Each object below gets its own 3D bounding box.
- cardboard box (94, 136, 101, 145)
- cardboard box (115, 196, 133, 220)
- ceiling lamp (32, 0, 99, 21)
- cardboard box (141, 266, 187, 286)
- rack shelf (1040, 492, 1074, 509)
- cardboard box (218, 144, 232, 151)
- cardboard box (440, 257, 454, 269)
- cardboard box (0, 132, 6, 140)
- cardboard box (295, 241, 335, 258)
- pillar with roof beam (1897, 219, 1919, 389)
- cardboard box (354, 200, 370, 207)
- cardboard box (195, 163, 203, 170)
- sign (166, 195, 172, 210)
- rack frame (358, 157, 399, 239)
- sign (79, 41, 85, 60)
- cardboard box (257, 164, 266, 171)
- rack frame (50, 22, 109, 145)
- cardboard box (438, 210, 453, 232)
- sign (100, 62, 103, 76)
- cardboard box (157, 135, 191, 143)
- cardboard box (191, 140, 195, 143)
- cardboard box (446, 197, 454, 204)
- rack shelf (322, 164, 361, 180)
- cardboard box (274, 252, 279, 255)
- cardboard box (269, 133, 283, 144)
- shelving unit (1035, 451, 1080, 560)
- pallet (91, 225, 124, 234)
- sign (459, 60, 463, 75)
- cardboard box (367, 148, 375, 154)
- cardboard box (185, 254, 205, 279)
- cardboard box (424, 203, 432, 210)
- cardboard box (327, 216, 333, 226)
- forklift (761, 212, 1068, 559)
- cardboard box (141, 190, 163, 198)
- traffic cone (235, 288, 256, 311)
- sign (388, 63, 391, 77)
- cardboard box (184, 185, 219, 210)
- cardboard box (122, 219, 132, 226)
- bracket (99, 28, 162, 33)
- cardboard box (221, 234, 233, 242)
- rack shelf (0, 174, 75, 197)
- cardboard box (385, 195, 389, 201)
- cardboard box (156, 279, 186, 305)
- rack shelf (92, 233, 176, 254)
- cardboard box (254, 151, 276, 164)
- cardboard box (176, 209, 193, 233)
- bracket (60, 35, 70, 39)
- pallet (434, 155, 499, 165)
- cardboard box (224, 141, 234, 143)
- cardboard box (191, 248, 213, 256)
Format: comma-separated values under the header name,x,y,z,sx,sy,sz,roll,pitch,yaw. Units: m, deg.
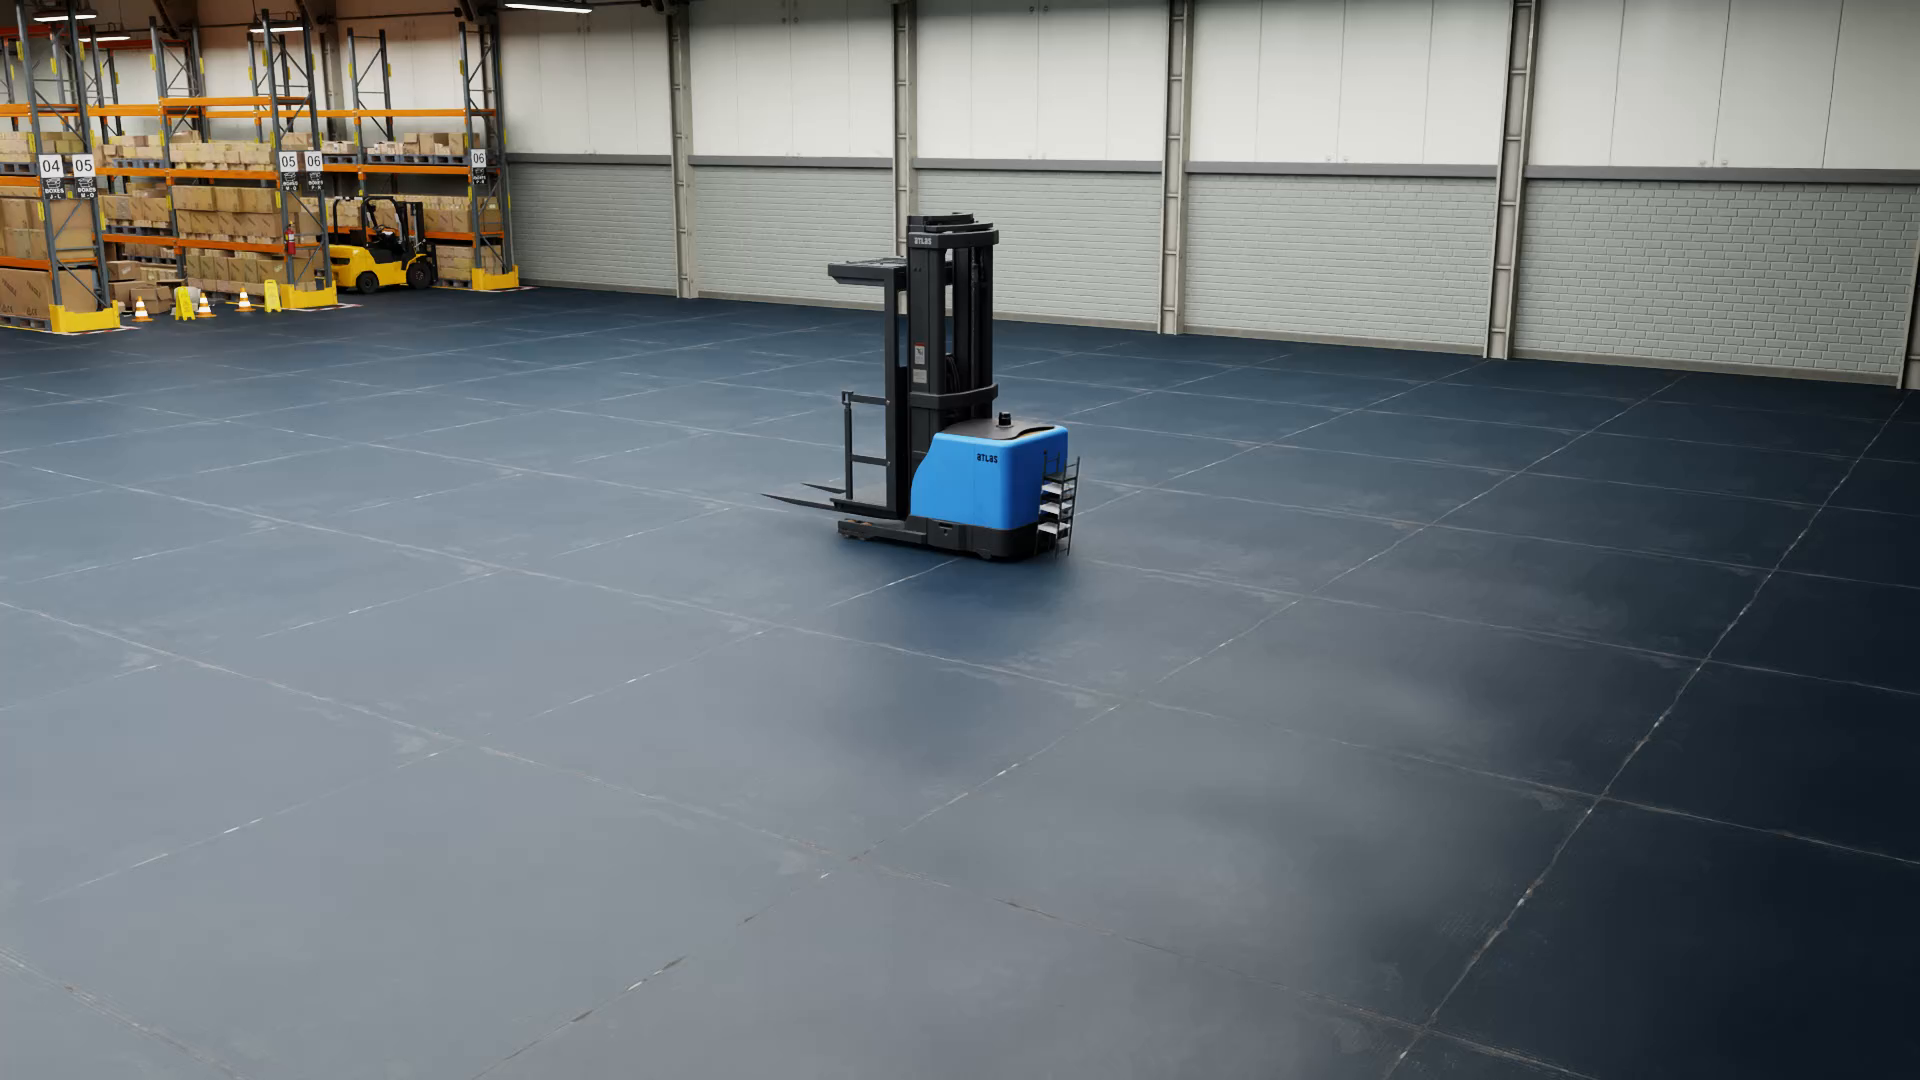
name,x,y,z,sx,sy,sz,roll,pitch,yaw
cardboard box,-24.027,-11.215,46.722,0.500,0.250,0.500,9,16,32
cardboard box,-18.848,-7.574,37.904,0.500,0.500,0.500,8,16,31
ceiling lamp,-18.172,-12.247,33.847,2.000,3.185,0.800,9,17,33
cardboard box,-18.100,-6.048,38.036,0.625,0.372,0.950,10,17,36
rack shelf,0.853,-0.354,14.535,0.200,0.077,0.258,16,21,32
cardboard box,-15.482,-8.325,35.258,0.250,0.149,0.380,10,17,34
cardboard box,-11.967,-6.592,39.447,0.500,0.250,0.500,9,17,32
cardboard box,-17.528,-7.471,30.728,0.250,0.149,0.380,10,17,34
cardboard box,-16.560,-7.360,42.807,0.625,0.625,0.875,10,17,35
pillar with roof beam,11.438,-5.712,19.597,0.400,9.000,9.100,9,17,33
cardboard box,-14.705,-8.310,41.018,0.250,0.149,0.380,10,17,35
cardboard box,-16.304,-8.099,36.005,0.250,0.149,0.380,10,17,34
sign,-17.371,-7.405,36.514,0.005,0.325,0.100,9,17,33
rack frame,-14.297,-7.945,41.102,0.127,3.000,1.000,9,17,33
sign,-16.109,-8.970,30.484,0.005,0.325,0.100,9,17,33
cardboard box,-14.422,-7.771,34.681,0.250,0.149,0.380,9,17,33
rack frame,-20.384,-10.403,38.548,0.127,3.000,1.000,9,17,33
cardboard box,-11.958,-7.542,39.266,0.500,0.500,0.500,10,17,35
sign,-20.089,-11.004,38.868,0.005,0.325,0.100,9,17,33
cardboard box,-17.745,-9.007,37.550,0.500,0.250,0.500,9,16,32
cardboard box,-20.256,-10.528,44.115,0.250,0.149,0.380,9,16,32
cardboard box,-11.847,-7.979,39.062,0.250,0.149,0.380,10,17,34
rack shelf,-15.957,-9.320,41.911,4.000,0.370,1.077,9,17,33
cardboard box,-18.087,-7.486,43.575,0.500,0.500,0.500,10,17,34
cardboard box,-17.151,-10.092,42.245,0.500,0.500,0.500,9,17,33
shelving unit,0.849,-0.300,14.551,0.210,0.900,0.258,16,21,32
pallet,-19.733,-7.324,38.991,1.003,0.211,1.213,9,17,33
sign,-11.293,-10.706,37.663,0.005,0.325,0.100,9,17,33
cardboard box,-14.094,-9.411,40.221,0.250,0.149,0.380,10,17,34
cardboard box,-16.726,-6.055,36.754,0.500,0.500,0.500,10,17,35
cardboard box,-12.500,-7.930,39.482,0.250,0.149,0.380,9,17,33
cardboard box,-15.677,-8.026,41.744,0.500,0.250,0.500,9,17,33
forklift,-0.513,-1.511,15.253,3.031,2.935,1.130,10,17,34
cardboard box,-18.153,-7.773,37.357,0.250,0.149,0.380,9,16,31
traffic cone,-14.822,-4.987,34.433,0.334,0.463,0.336,9,17,33
sign,-13.967,-11.495,40.683,0.005,0.325,0.100,9,17,33
cardboard box,-16.409,-7.458,36.226,0.500,0.500,0.700,9,17,33
cardboard box,-18.904,-7.266,38.008,0.250,0.149,0.380,10,17,35
bracket,-23.691,-14.280,46.720,4.783,0.066,0.076,9,17,33
cardboard box,-15.701,-6.525,35.888,0.250,0.149,0.380,9,17,33
rack shelf,-18.084,-6.793,31.702,4.000,0.370,1.077,9,17,33
cardboard box,-13.714,-8.301,40.365,0.250,0.149,0.380,9,16,32
cardboard box,-16.935,-5.327,35.725,0.500,0.500,0.500,-4,14,-16
rack shelf,-18.724,-6.874,38.272,4.000,0.370,1.077,9,17,33
cardboard box,-14.320,-7.961,34.617,0.500,0.250,0.500,9,16,32
cardboard box,-16.855,-7.033,36.591,0.500,0.500,0.500,9,17,33
bracket,-25.843,-14.628,48.125,0.430,0.232,0.235,9,17,33
pallet,-11.550,-8.921,38.989,1.213,0.211,1.003,9,17,33
cardboard box,-18.933,-10.330,43.359,0.250,0.149,0.380,9,16,32
cardboard box,-16.655,-6.341,36.560,0.250,0.149,0.380,9,17,34
